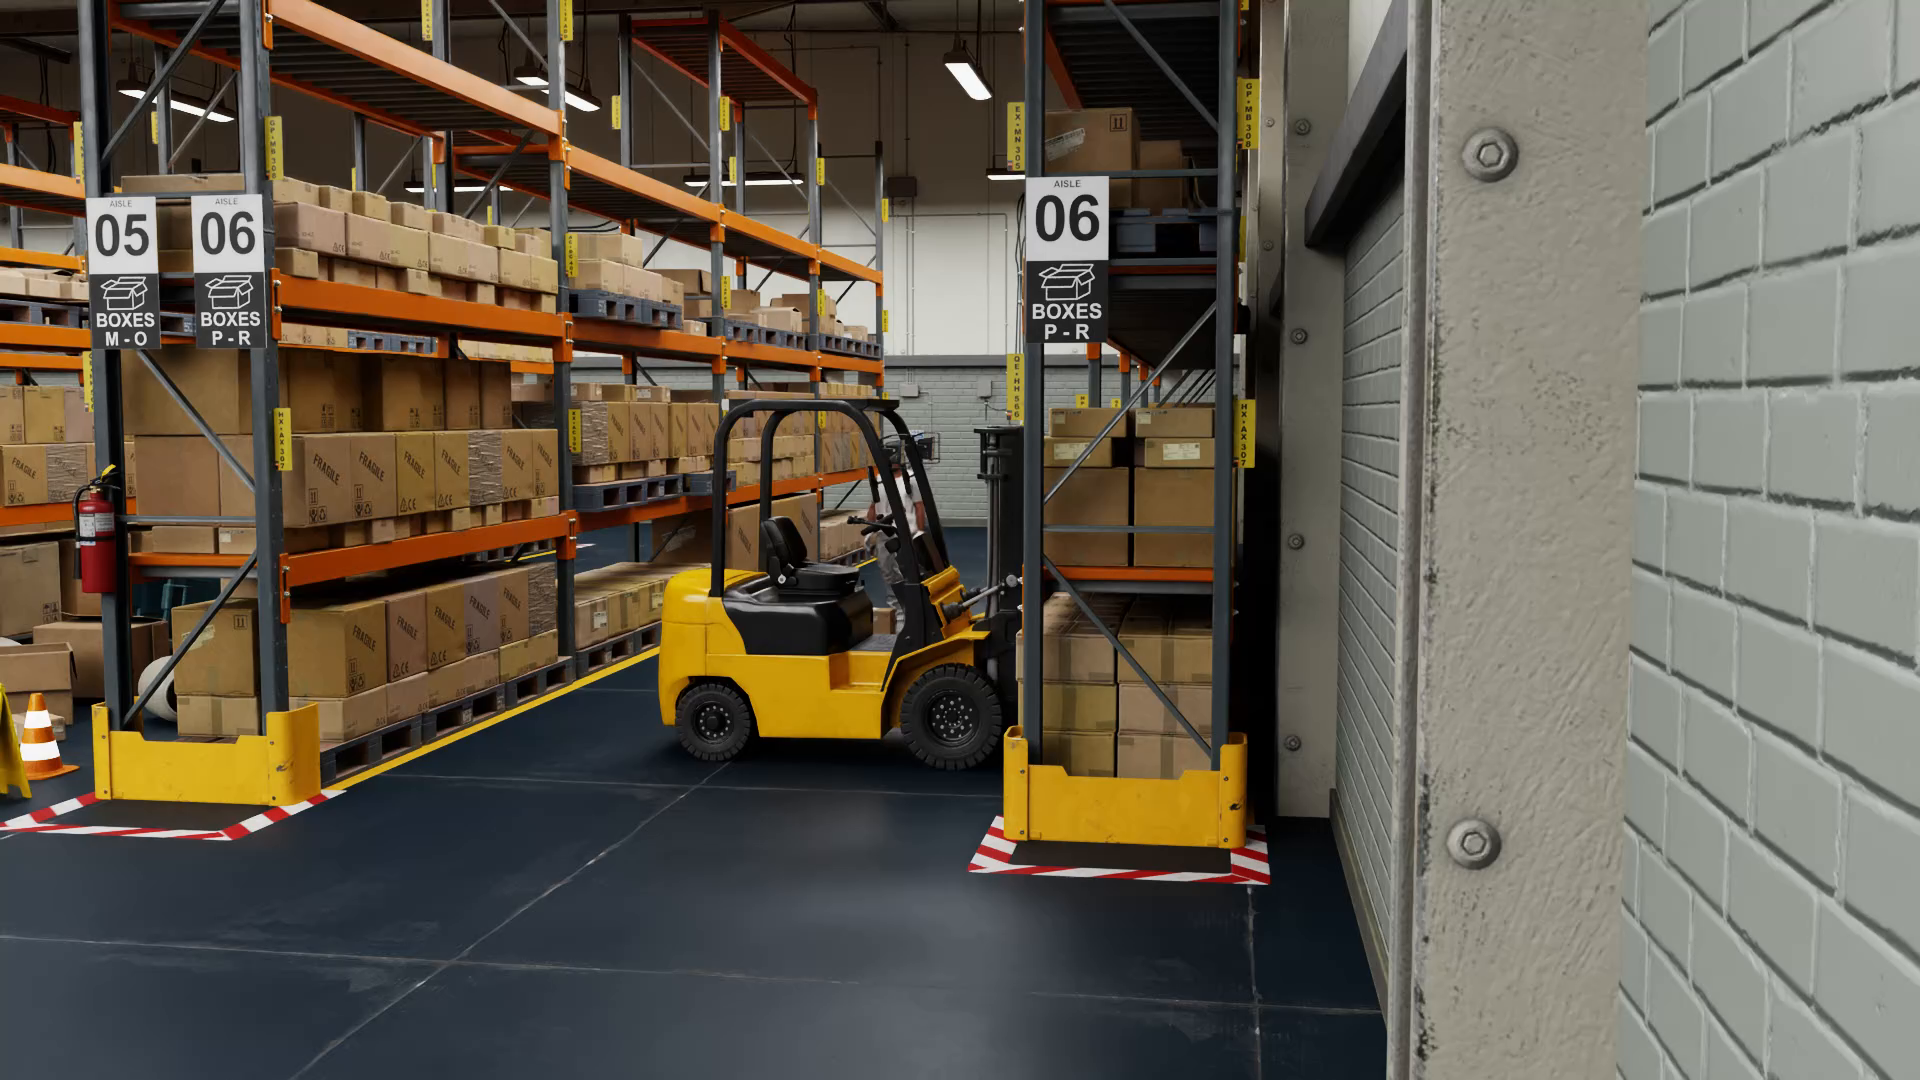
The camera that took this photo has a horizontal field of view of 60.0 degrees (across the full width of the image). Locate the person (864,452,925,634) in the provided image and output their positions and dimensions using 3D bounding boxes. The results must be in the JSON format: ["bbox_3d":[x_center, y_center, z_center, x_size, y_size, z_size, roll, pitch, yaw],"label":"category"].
[{"bbox_3d":[-0.675,-0.034,15.789,0.606,1.800,0.539,3,5,30],"label":"person"}]
